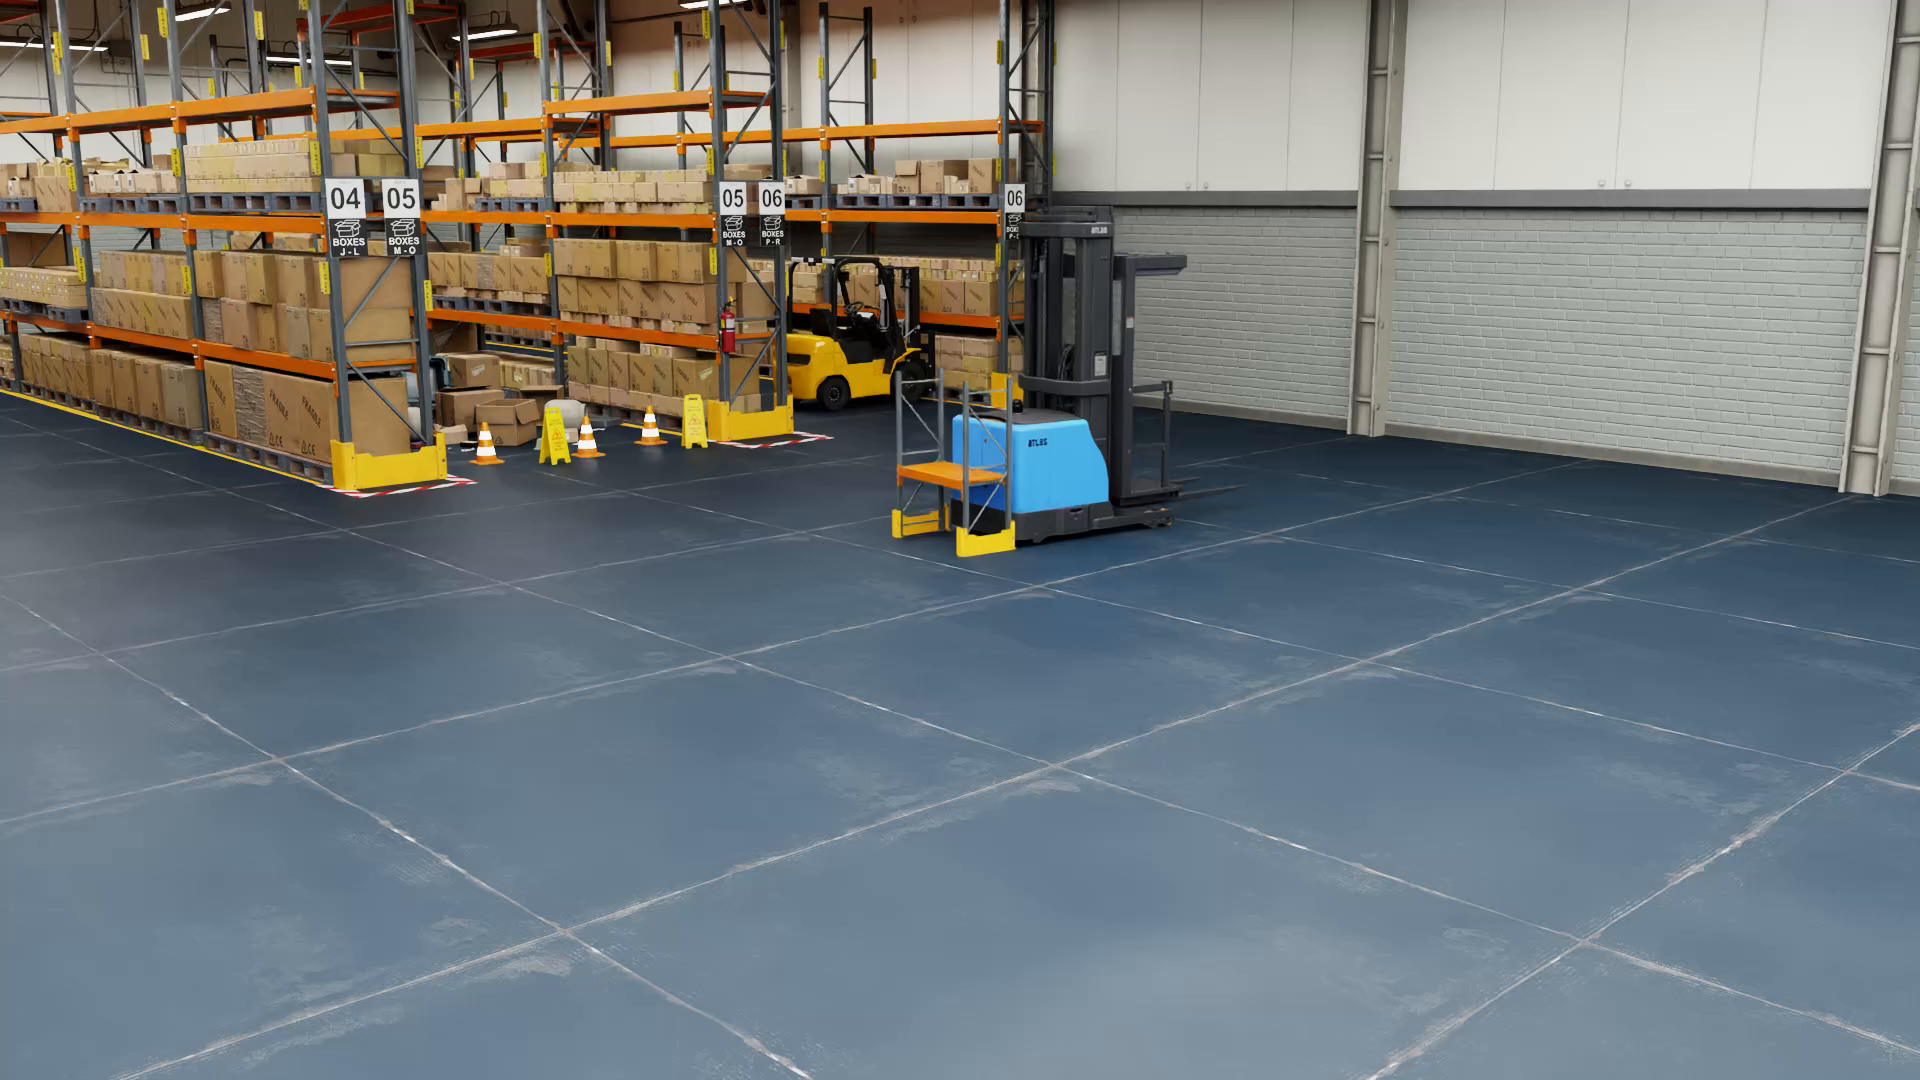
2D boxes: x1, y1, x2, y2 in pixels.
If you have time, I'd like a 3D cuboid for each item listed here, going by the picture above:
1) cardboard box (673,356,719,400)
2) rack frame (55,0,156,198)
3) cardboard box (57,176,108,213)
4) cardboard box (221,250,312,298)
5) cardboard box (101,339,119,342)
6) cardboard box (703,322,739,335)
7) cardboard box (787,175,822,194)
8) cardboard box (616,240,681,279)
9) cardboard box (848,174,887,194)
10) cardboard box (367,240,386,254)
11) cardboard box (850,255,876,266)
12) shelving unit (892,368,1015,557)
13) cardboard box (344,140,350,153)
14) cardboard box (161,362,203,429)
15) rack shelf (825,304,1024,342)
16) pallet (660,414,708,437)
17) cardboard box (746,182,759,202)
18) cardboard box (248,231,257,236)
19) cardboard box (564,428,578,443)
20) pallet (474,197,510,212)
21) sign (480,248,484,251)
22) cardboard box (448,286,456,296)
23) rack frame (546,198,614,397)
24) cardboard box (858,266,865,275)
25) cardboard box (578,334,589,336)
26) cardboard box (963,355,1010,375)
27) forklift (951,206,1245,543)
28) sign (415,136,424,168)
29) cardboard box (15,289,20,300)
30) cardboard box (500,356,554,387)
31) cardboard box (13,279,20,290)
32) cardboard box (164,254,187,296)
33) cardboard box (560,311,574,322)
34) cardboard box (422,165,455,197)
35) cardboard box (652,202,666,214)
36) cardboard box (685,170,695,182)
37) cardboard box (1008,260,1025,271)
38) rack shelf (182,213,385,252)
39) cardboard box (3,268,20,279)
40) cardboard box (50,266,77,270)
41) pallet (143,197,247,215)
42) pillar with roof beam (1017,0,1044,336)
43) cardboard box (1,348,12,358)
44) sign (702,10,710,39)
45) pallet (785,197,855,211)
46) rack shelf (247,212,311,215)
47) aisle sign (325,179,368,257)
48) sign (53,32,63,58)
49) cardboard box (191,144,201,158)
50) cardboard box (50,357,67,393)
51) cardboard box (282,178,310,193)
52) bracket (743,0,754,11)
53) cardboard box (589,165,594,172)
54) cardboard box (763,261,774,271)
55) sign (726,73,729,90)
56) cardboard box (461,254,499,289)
[{"bbox_3d":[-3.374,-2.105,21.609,0.500,0.500,0.500,-11,16,-42],"label":"cardboard box"},{"bbox_3d":[-11.668,-6.199,22.700,1.000,3.000,0.127,-11,16,-43],"label":"rack frame"},{"bbox_3d":[-12.246,-4.827,23.225,0.500,0.500,0.500,-11,16,-43],"label":"cardboard box"},{"bbox_3d":[-8.211,-3.157,19.752,0.875,0.550,0.550,-11,16,-43],"label":"cardboard box"},{"bbox_3d":[-12.319,-2.818,24.451,0.500,0.250,0.500,-11,16,-43],"label":"cardboard box"},{"bbox_3d":[-3.046,-2.700,21.204,0.380,0.149,0.250,-10,15,-41],"label":"cardboard box"},{"bbox_3d":[-2.484,-5.826,27.253,0.500,0.311,0.500,11,16,43],"label":"cardboard box"},{"bbox_3d":[-4.158,-3.754,22.234,0.700,0.500,0.500,-11,16,-43],"label":"cardboard box"},{"bbox_3d":[-1.409,-5.599,26.151,0.500,0.311,0.500,-10,16,-41],"label":"cardboard box"},{"bbox_3d":[-9.746,-4.765,27.881,0.500,0.500,0.500,-11,16,-43],"label":"cardboard box"},{"bbox_3d":[-1.543,-4.475,26.607,0.380,0.149,0.250,-11,16,-42],"label":"cardboard box"},{"bbox_3d":[-0.066,-0.708,14.631,0.587,1.500,1.083,-8,14,-35],"label":"shelving unit"},{"bbox_3d":[-6.492,-4.252,18.039,0.380,0.149,0.250,-11,16,-43],"label":"cardboard box"},{"bbox_3d":[-9.399,-1.859,21.035,1.050,0.750,0.750,-11,16,-43],"label":"cardboard box"},{"bbox_3d":[-0.426,-3.430,25.907,1.077,0.370,4.000,-11,16,-43],"label":"rack shelf"},{"bbox_3d":[-3.221,-1.567,21.993,1.003,0.211,1.213,-11,16,-43],"label":"pallet"},{"bbox_3d":[-2.787,-4.450,21.277,0.500,0.250,0.500,-11,16,-44],"label":"cardboard box"},{"bbox_3d":[-13.113,-5.781,31.203,0.250,0.149,0.380,11,16,43],"label":"cardboard box"},{"bbox_3d":[-4.998,-1.311,20.907,0.380,0.149,0.250,-3,12,-13],"label":"cardboard box"},{"bbox_3d":[-6.463,-5.015,24.850,1.213,0.211,1.003,-11,16,-43],"label":"pallet"},{"bbox_3d":[-7.771,-4.571,26.990,0.100,0.325,0.005,-11,16,-43],"label":"sign"},{"bbox_3d":[-7.741,-3.882,25.904,0.250,0.149,0.380,10,16,41],"label":"cardboard box"},{"bbox_3d":[-5.395,-3.382,23.892,1.000,3.000,0.127,-11,16,-43],"label":"rack frame"},{"bbox_3d":[-1.398,-4.286,26.424,0.380,0.149,0.250,-11,16,-43],"label":"cardboard box"},{"bbox_3d":[-7.161,-4.121,32.633,0.500,0.500,0.500,-10,15,-40],"label":"cardboard box"},{"bbox_3d":[0.393,-2.621,24.736,0.500,0.250,0.500,-11,16,-43],"label":"cardboard box"},{"bbox_3d":[1.400,-1.621,15.514,3.031,2.935,1.130,-9,14,-36],"label":"forklift"},{"bbox_3d":[-5.737,-4.106,17.611,0.100,0.325,0.005,-11,16,-43],"label":"sign"},{"bbox_3d":[-13.952,-3.692,24.981,0.380,0.149,0.250,-11,16,-42],"label":"cardboard box"},{"bbox_3d":[-6.739,-2.582,25.483,0.950,0.372,0.625,-10,15,-41],"label":"cardboard box"},{"bbox_3d":[-13.952,-3.838,24.953,0.250,0.149,0.380,11,16,43],"label":"cardboard box"},{"bbox_3d":[-9.609,-3.362,21.072,0.700,0.500,0.500,-11,16,-43],"label":"cardboard box"},{"bbox_3d":[-5.409,-3.168,23.477,0.380,0.149,0.250,-11,16,-43],"label":"cardboard box"},{"bbox_3d":[-8.527,-5.725,26.535,0.637,0.503,0.797,11,16,42],"label":"cardboard box"},{"bbox_3d":[-3.769,-4.308,21.579,0.380,0.149,0.250,-11,16,-43],"label":"cardboard box"},{"bbox_3d":[-3.230,-4.586,20.949,0.380,0.149,0.250,-11,16,-42],"label":"cardboard box"},{"bbox_3d":[0.877,-4.081,24.695,0.380,0.149,0.250,-11,16,-44],"label":"cardboard box"},{"bbox_3d":[-7.524,-3.502,18.825,1.077,0.370,4.000,-11,16,-43],"label":"rack shelf"},{"bbox_3d":[-14.293,-4.057,25.278,0.380,0.149,0.250,-10,16,-41],"label":"cardboard box"},{"bbox_3d":[-13.825,-4.148,25.720,0.250,0.149,0.380,11,16,43],"label":"cardboard box"},{"bbox_3d":[-9.574,-4.179,20.805,1.217,0.209,0.805,11,16,43],"label":"pallet"},{"bbox_3d":[-1.988,-6.056,22.004,9.100,9.000,0.400,-11,16,-43],"label":"pillar with roof beam"},{"bbox_3d":[-15.069,-2.993,26.554,0.380,0.149,0.250,-11,16,-42],"label":"cardboard box"},{"bbox_3d":[-3.048,-6.197,19.981,0.100,0.325,0.005,-11,16,-43],"label":"sign"},{"bbox_3d":[-2.426,-5.576,27.584,1.217,0.209,0.805,11,16,43],"label":"pallet"},{"bbox_3d":[-12.301,-5.958,30.745,1.077,0.370,4.000,-11,16,-43],"label":"rack shelf"},{"bbox_3d":[-6.311,-3.314,17.123,0.394,0.787,0.004,-11,16,-43],"label":"aisle sign"},{"bbox_3d":[-12.053,-6.618,22.224,0.100,0.325,0.005,-11,16,-43],"label":"sign"},{"bbox_3d":[-8.723,-4.531,19.394,0.380,0.149,0.250,-11,16,-43],"label":"cardboard box"},{"bbox_3d":[-13.044,-2.453,24.538,0.500,0.500,0.500,11,16,43],"label":"cardboard box"},{"bbox_3d":[-6.969,-3.770,17.675,0.380,0.149,0.250,-11,16,-42],"label":"cardboard box"},{"bbox_3d":[-3.561,-9.305,28.856,0.235,0.232,0.430,-11,16,-43],"label":"bracket"},{"bbox_3d":[-7.071,-7.156,32.346,0.396,0.266,0.258,-11,16,-43],"label":"cardboard box"},{"bbox_3d":[-3.108,-4.642,28.153,0.380,0.149,0.250,-11,16,-42],"label":"cardboard box"},{"bbox_3d":[-4.171,-8.209,29.747,0.100,0.325,0.005,-11,16,-43],"label":"sign"},{"bbox_3d":[-7.277,-4.116,25.431,0.500,0.500,0.500,-11,16,-42],"label":"cardboard box"}]
